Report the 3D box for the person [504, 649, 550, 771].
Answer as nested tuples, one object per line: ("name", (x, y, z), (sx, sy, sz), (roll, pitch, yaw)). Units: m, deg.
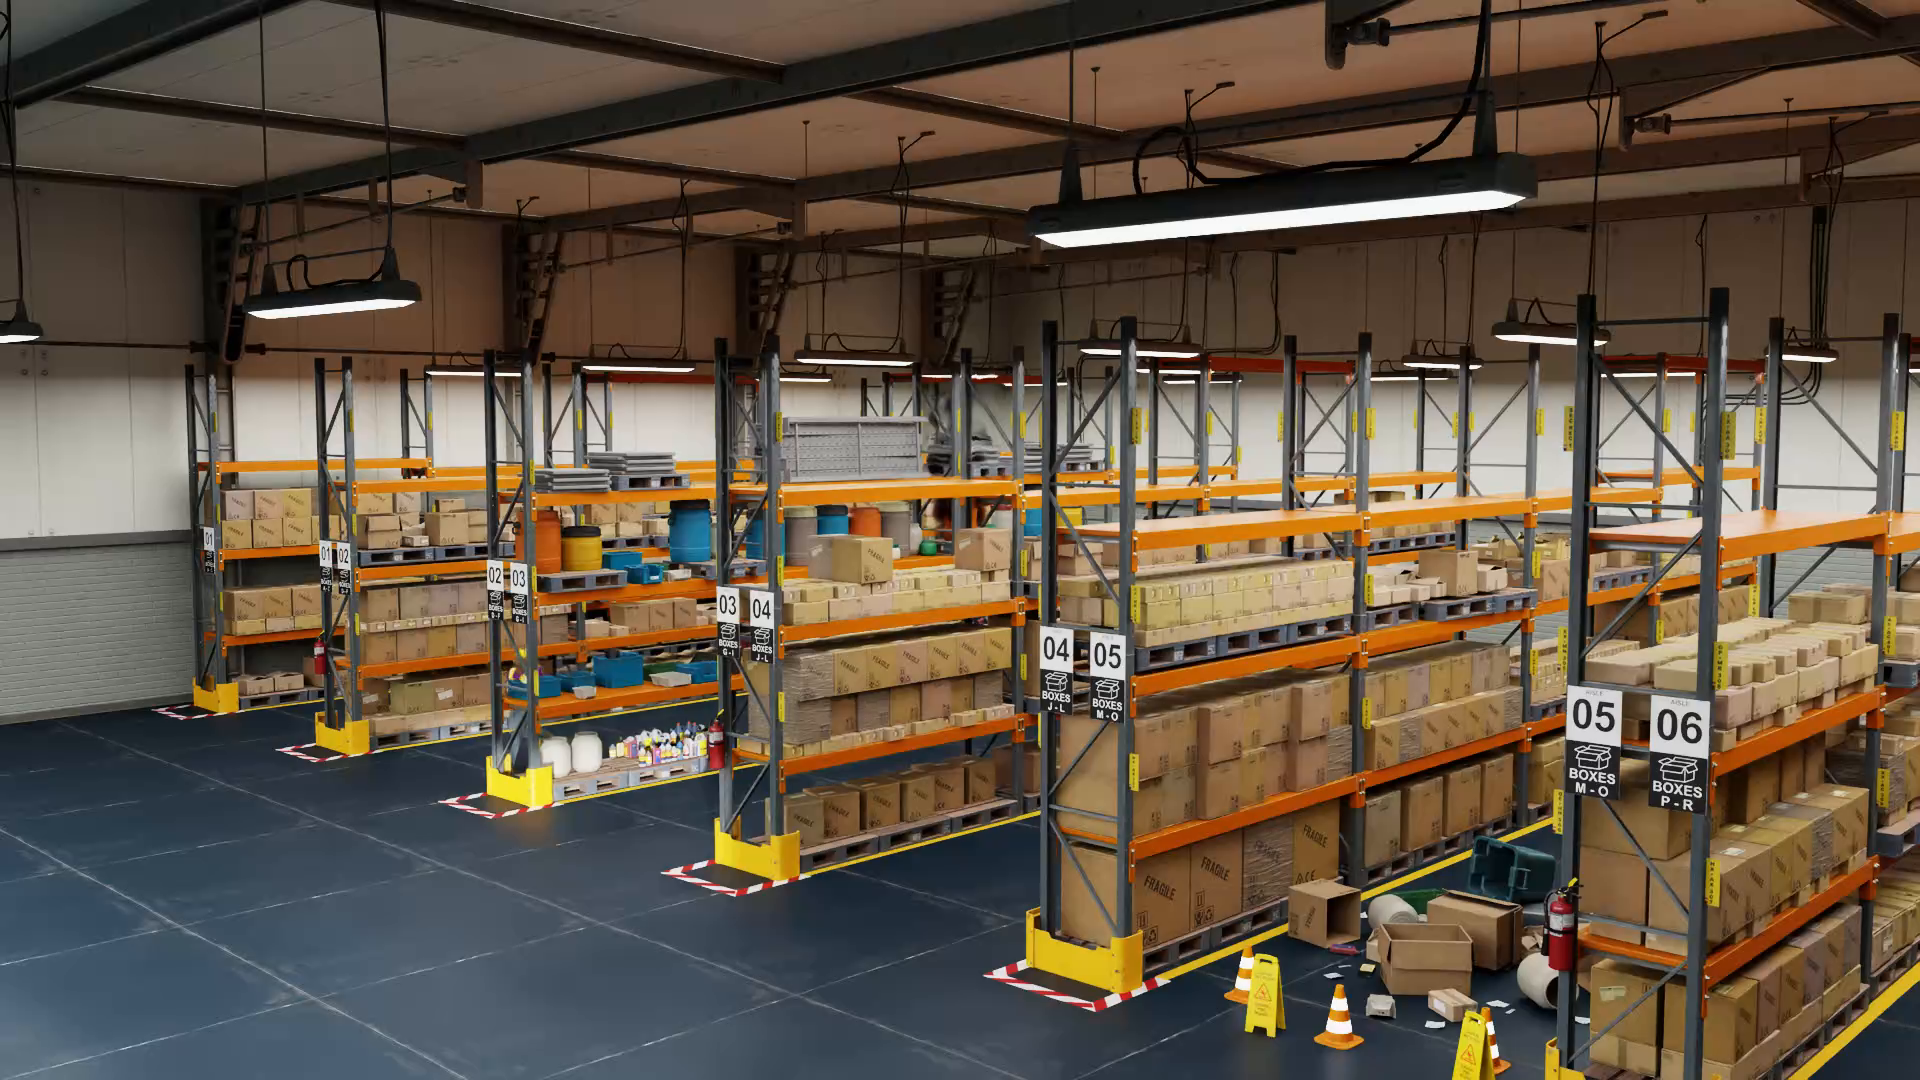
("person", (-6.370, 2.459, 24.218), (0.671, 1.757, 1.092), (3, 5, 33))
